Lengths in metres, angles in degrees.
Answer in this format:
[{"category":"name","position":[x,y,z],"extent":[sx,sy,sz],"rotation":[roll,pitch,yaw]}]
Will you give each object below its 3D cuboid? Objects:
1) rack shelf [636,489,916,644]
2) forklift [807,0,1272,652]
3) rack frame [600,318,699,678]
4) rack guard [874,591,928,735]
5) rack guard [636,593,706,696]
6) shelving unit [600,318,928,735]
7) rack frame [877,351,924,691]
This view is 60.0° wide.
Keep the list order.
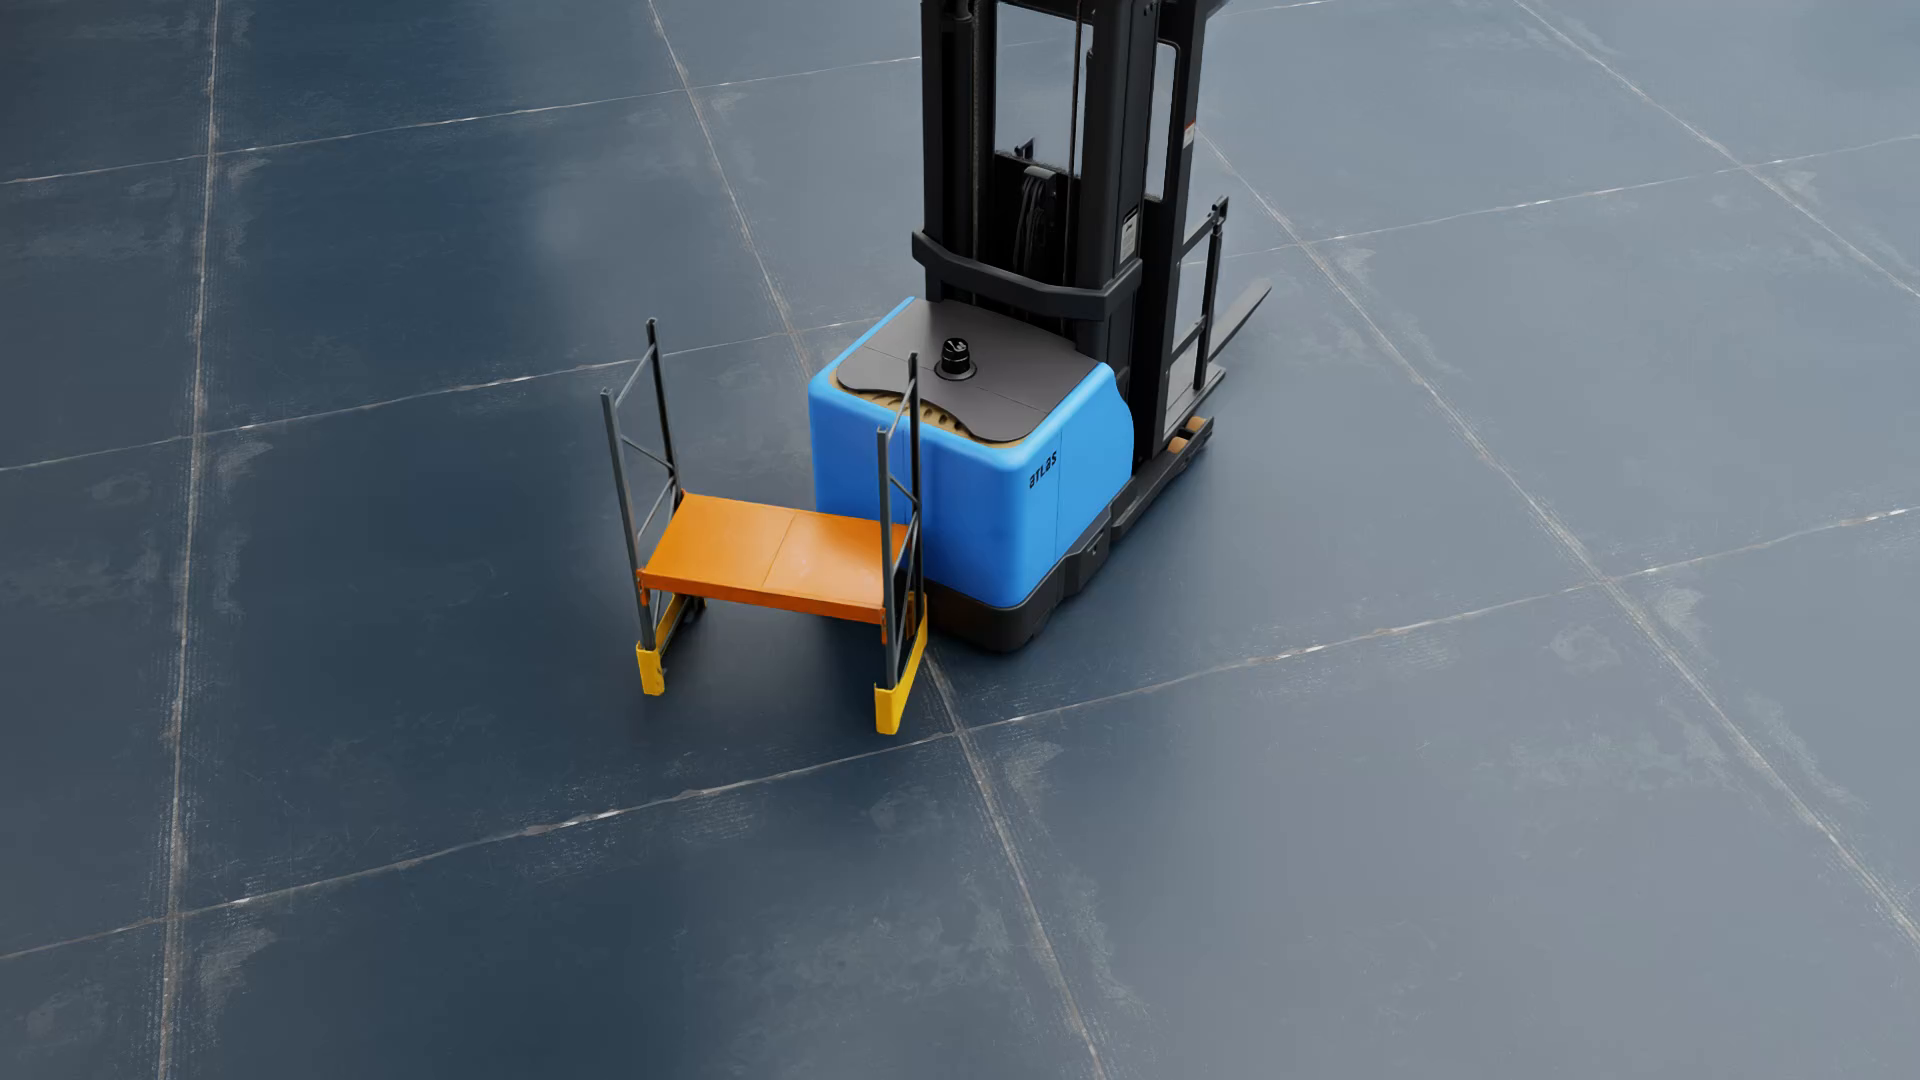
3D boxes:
[{"category":"rack shelf","position":[-0.715,0.096,6.624],"extent":[1.000,0.185,0.538],"rotation":[8,42,9]},{"category":"forklift","position":[0.574,-1.582,7.183],"extent":[1.130,2.935,3.031],"rotation":[22,46,24]},{"category":"rack frame","position":[-1.211,-0.113,6.589],"extent":[0.032,1.500,0.500],"rotation":[8,42,9]},{"category":"rack guard","position":[-0.238,0.501,6.836],"extent":[0.087,0.250,0.587],"rotation":[8,42,9]},{"category":"rack guard","position":[-1.210,0.358,7.000],"extent":[0.087,0.250,0.587],"rotation":[8,42,9]},{"category":"shelving unit","position":[-0.724,-0.041,6.507],"extent":[1.083,1.500,0.587],"rotation":[8,42,9]},{"category":"rack frame","position":[-0.219,0.033,6.422],"extent":[0.032,1.500,0.500],"rotation":[8,42,9]}]
